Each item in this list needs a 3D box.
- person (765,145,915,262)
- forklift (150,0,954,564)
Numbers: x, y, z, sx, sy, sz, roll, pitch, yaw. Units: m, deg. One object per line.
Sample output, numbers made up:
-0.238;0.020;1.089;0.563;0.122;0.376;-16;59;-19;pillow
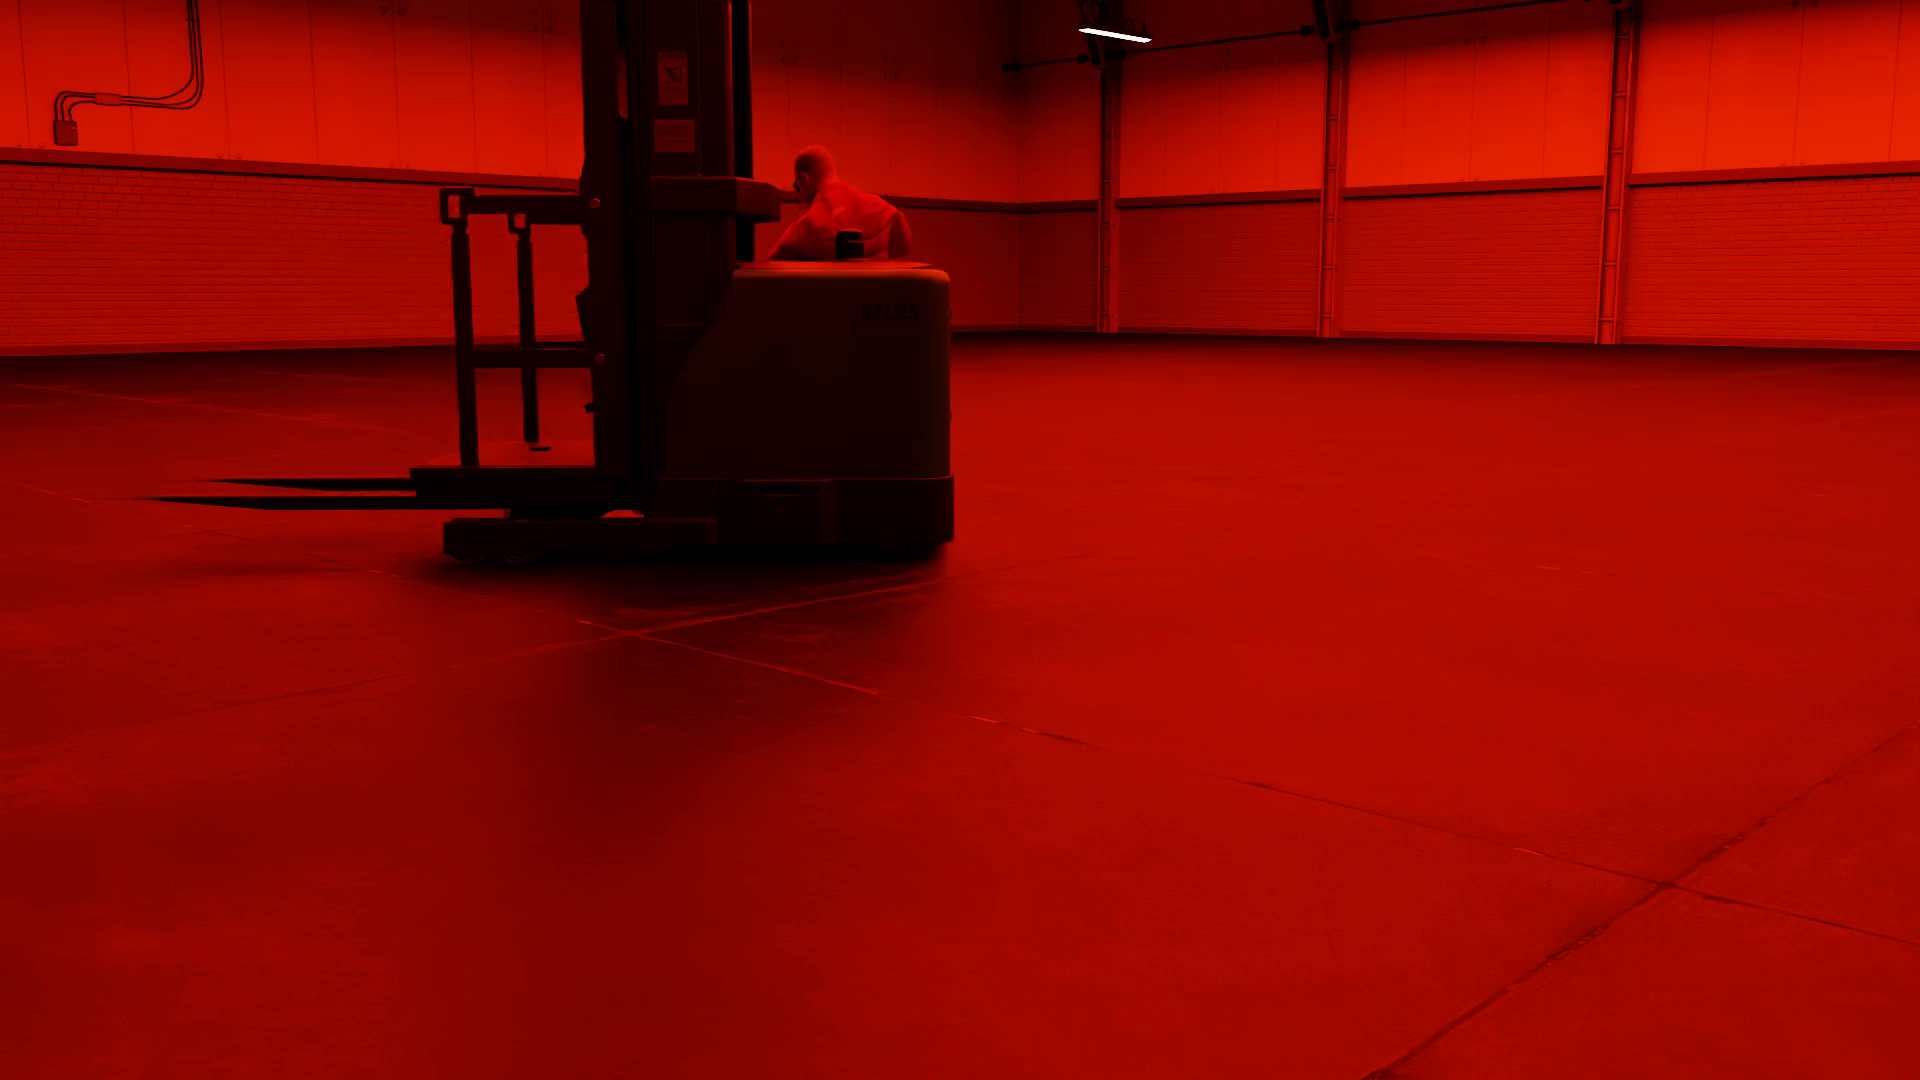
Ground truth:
-0.640;-0.888;7.221;0.965;1.591;0.946;-6;11;-36;person
-1.548;-1.441;6.442;3.031;2.935;1.130;0;9;-1;forklift
